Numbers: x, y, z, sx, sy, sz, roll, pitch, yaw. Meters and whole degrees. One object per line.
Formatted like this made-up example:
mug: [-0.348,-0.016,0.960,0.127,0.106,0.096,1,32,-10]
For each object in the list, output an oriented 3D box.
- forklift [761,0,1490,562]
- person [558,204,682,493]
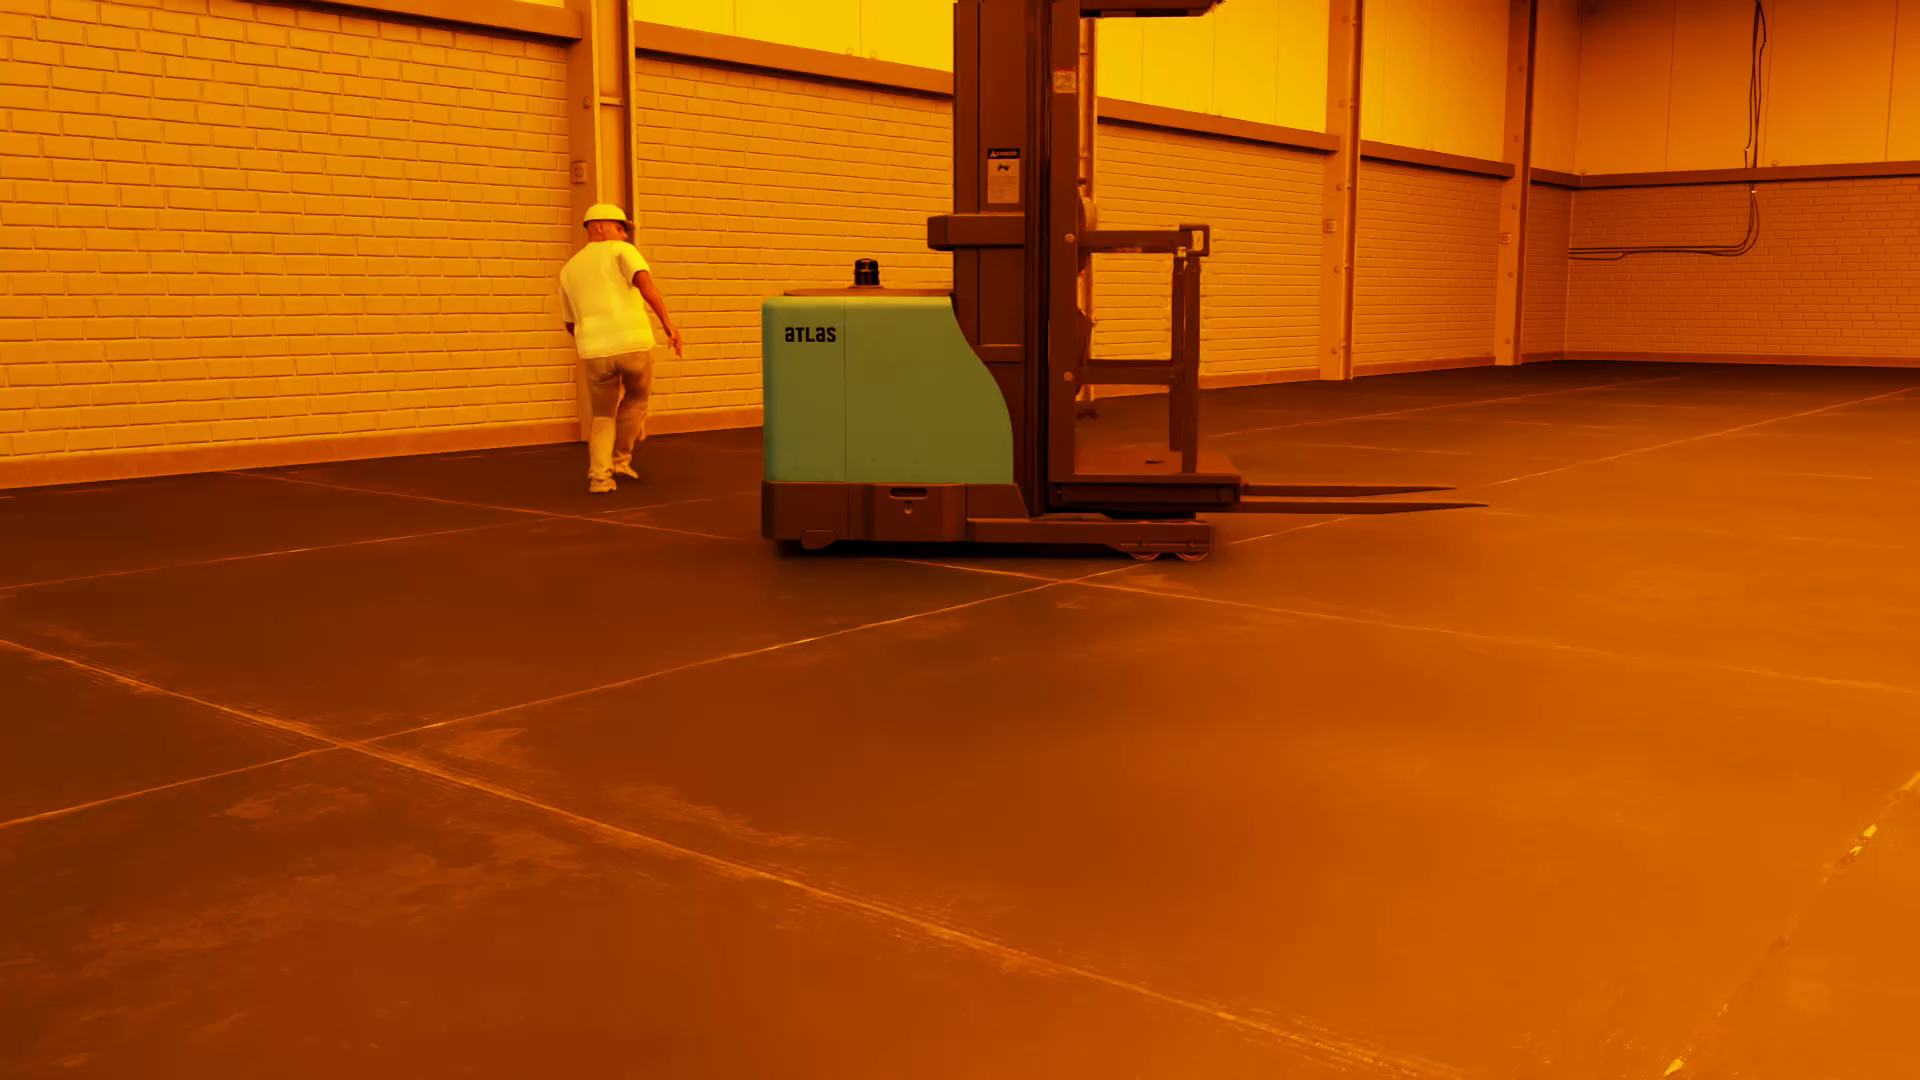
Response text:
forklift: [0.707,-1.441,7.132,3.031,2.935,1.130,1,8,4]
person: [-1.853,-1.086,9.364,0.809,1.594,0.817,1,8,8]
